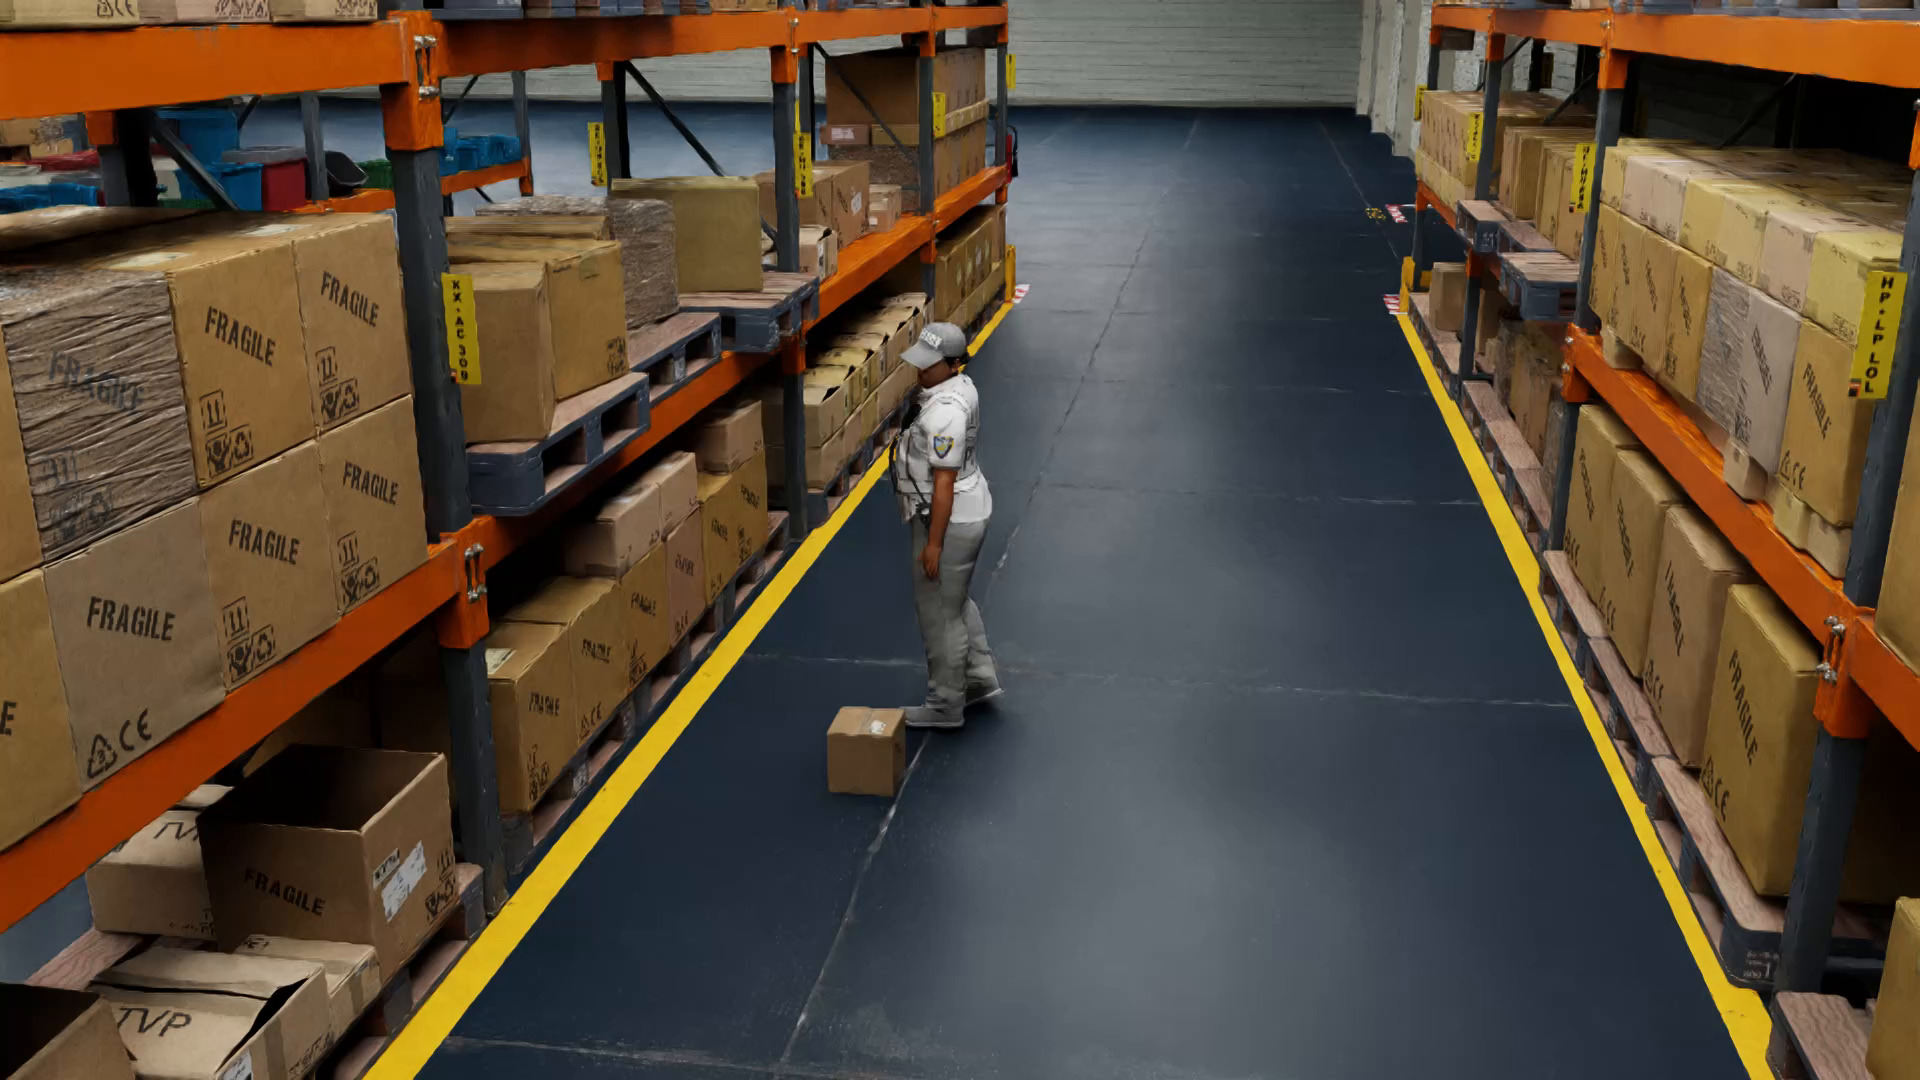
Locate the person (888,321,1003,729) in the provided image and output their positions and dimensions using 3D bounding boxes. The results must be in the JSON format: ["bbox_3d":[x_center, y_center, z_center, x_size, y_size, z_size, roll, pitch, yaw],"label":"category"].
[{"bbox_3d":[-0.046,-0.042,6.673,0.434,1.702,0.521,2,18,6],"label":"person"}]
